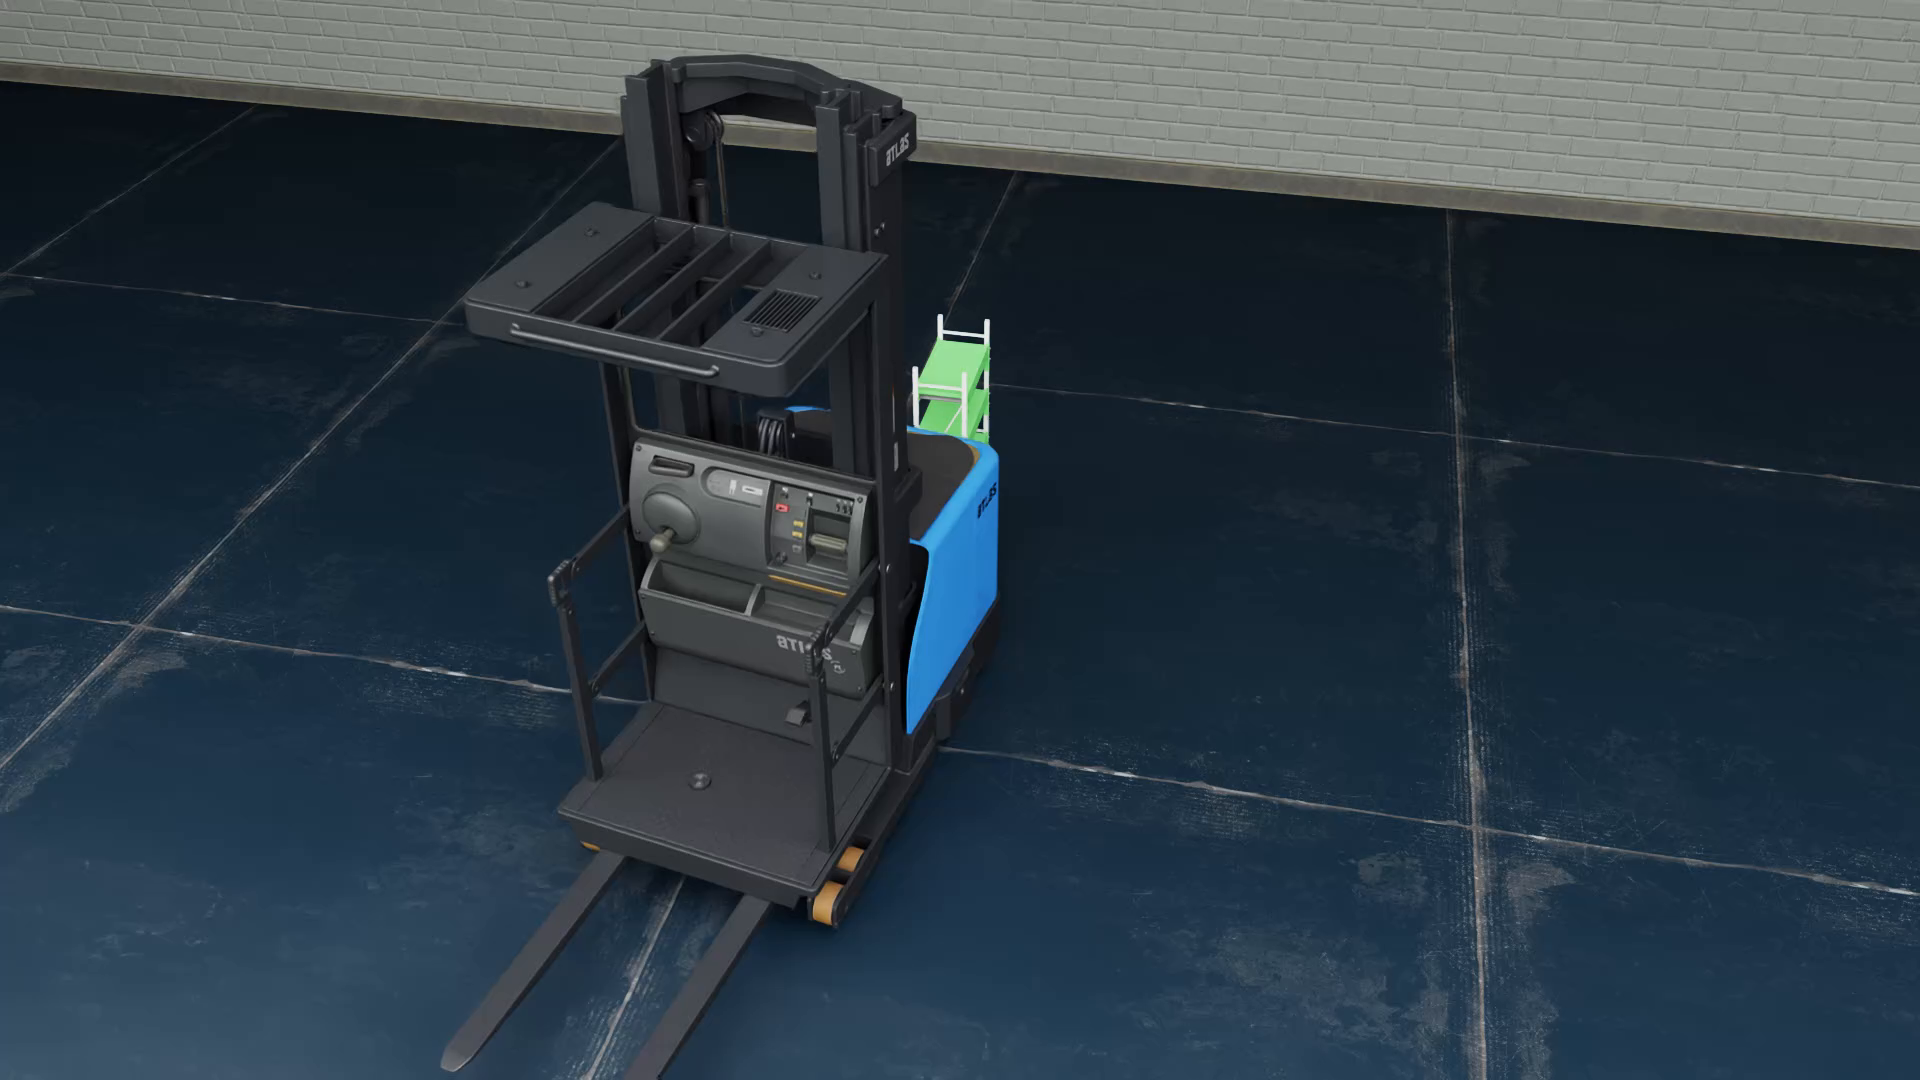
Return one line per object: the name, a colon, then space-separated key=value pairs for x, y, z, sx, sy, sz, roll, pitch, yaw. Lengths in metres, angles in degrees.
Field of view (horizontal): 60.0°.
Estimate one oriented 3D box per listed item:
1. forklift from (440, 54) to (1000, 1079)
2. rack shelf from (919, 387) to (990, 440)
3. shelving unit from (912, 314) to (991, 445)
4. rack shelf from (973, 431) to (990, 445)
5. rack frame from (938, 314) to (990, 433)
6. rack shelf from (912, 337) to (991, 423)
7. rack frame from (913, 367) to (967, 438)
forklift: x=-0.841 y=-0.022 z=5.783 sx=1.130 sy=2.935 sz=3.031 roll=13 pitch=38 yaw=18
rack shelf: x=-0.035 y=-0.534 z=7.664 sx=0.258 sy=0.148 sz=0.480 roll=7 pitch=37 yaw=10
shelving unit: x=-0.035 y=-0.391 z=7.767 sx=0.258 sy=1.200 sz=0.503 roll=7 pitch=37 yaw=10
rack shelf: x=-0.035 y=-0.339 z=7.804 sx=0.258 sy=0.148 sz=0.480 roll=7 pitch=37 yaw=10
rack frame: x=0.017 y=-0.531 z=7.960 sx=0.240 sy=1.200 sz=0.015 roll=7 pitch=37 yaw=10
rack shelf: x=-0.035 y=-0.728 z=7.523 sx=0.258 sy=0.148 sz=0.480 roll=7 pitch=37 yaw=10
rack frame: x=-0.087 y=-0.251 z=7.574 sx=0.240 sy=1.200 sz=0.015 roll=7 pitch=37 yaw=10
